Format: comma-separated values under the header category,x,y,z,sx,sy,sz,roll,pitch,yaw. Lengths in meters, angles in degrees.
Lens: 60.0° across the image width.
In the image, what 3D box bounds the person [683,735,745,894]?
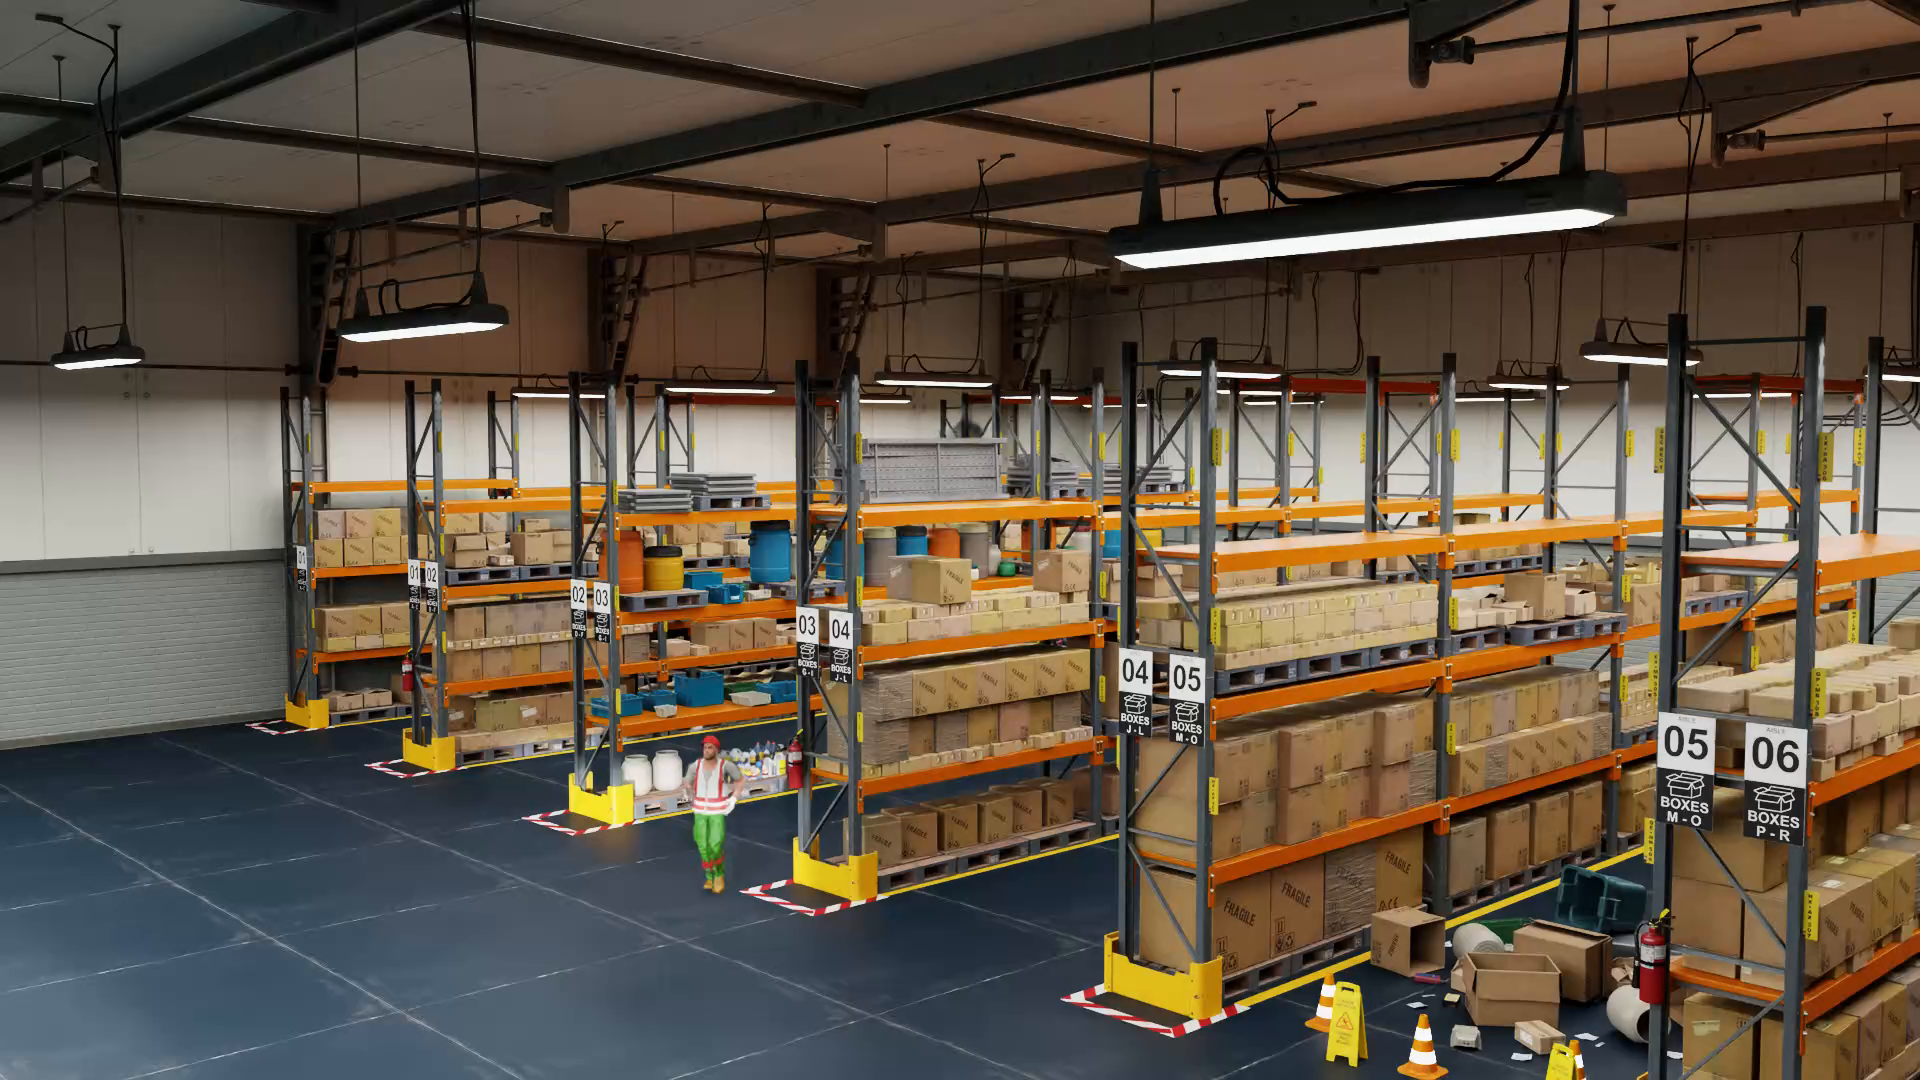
category,x,y,z,sx,sy,sz,roll,pitch,yaw
person,-2.820,3.089,18.662,0.665,1.781,0.612,1,4,14
